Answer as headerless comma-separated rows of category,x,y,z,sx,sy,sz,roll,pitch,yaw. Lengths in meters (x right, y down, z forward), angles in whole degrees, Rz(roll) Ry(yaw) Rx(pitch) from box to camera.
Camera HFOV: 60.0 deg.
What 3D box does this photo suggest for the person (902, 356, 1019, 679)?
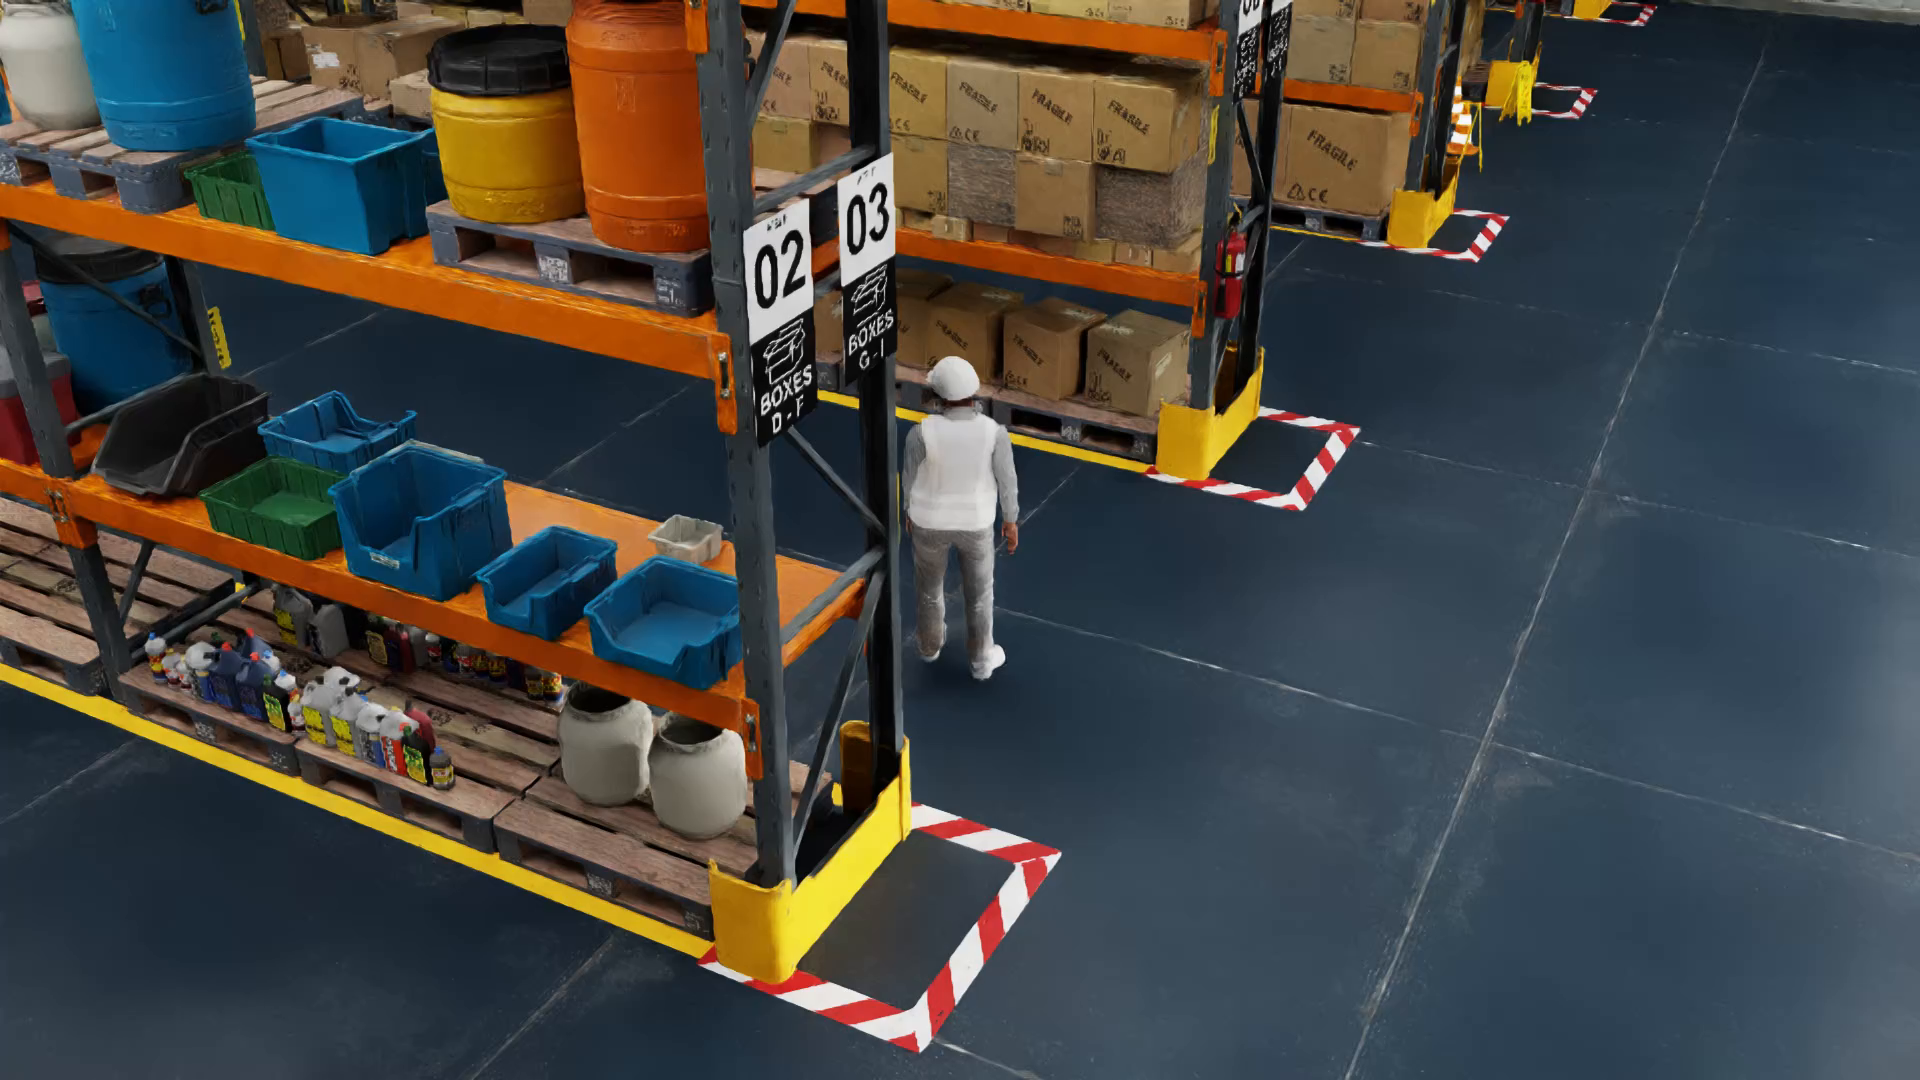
person,-0.002,-0.133,8.454,0.583,1.781,0.517,-2,30,-3
